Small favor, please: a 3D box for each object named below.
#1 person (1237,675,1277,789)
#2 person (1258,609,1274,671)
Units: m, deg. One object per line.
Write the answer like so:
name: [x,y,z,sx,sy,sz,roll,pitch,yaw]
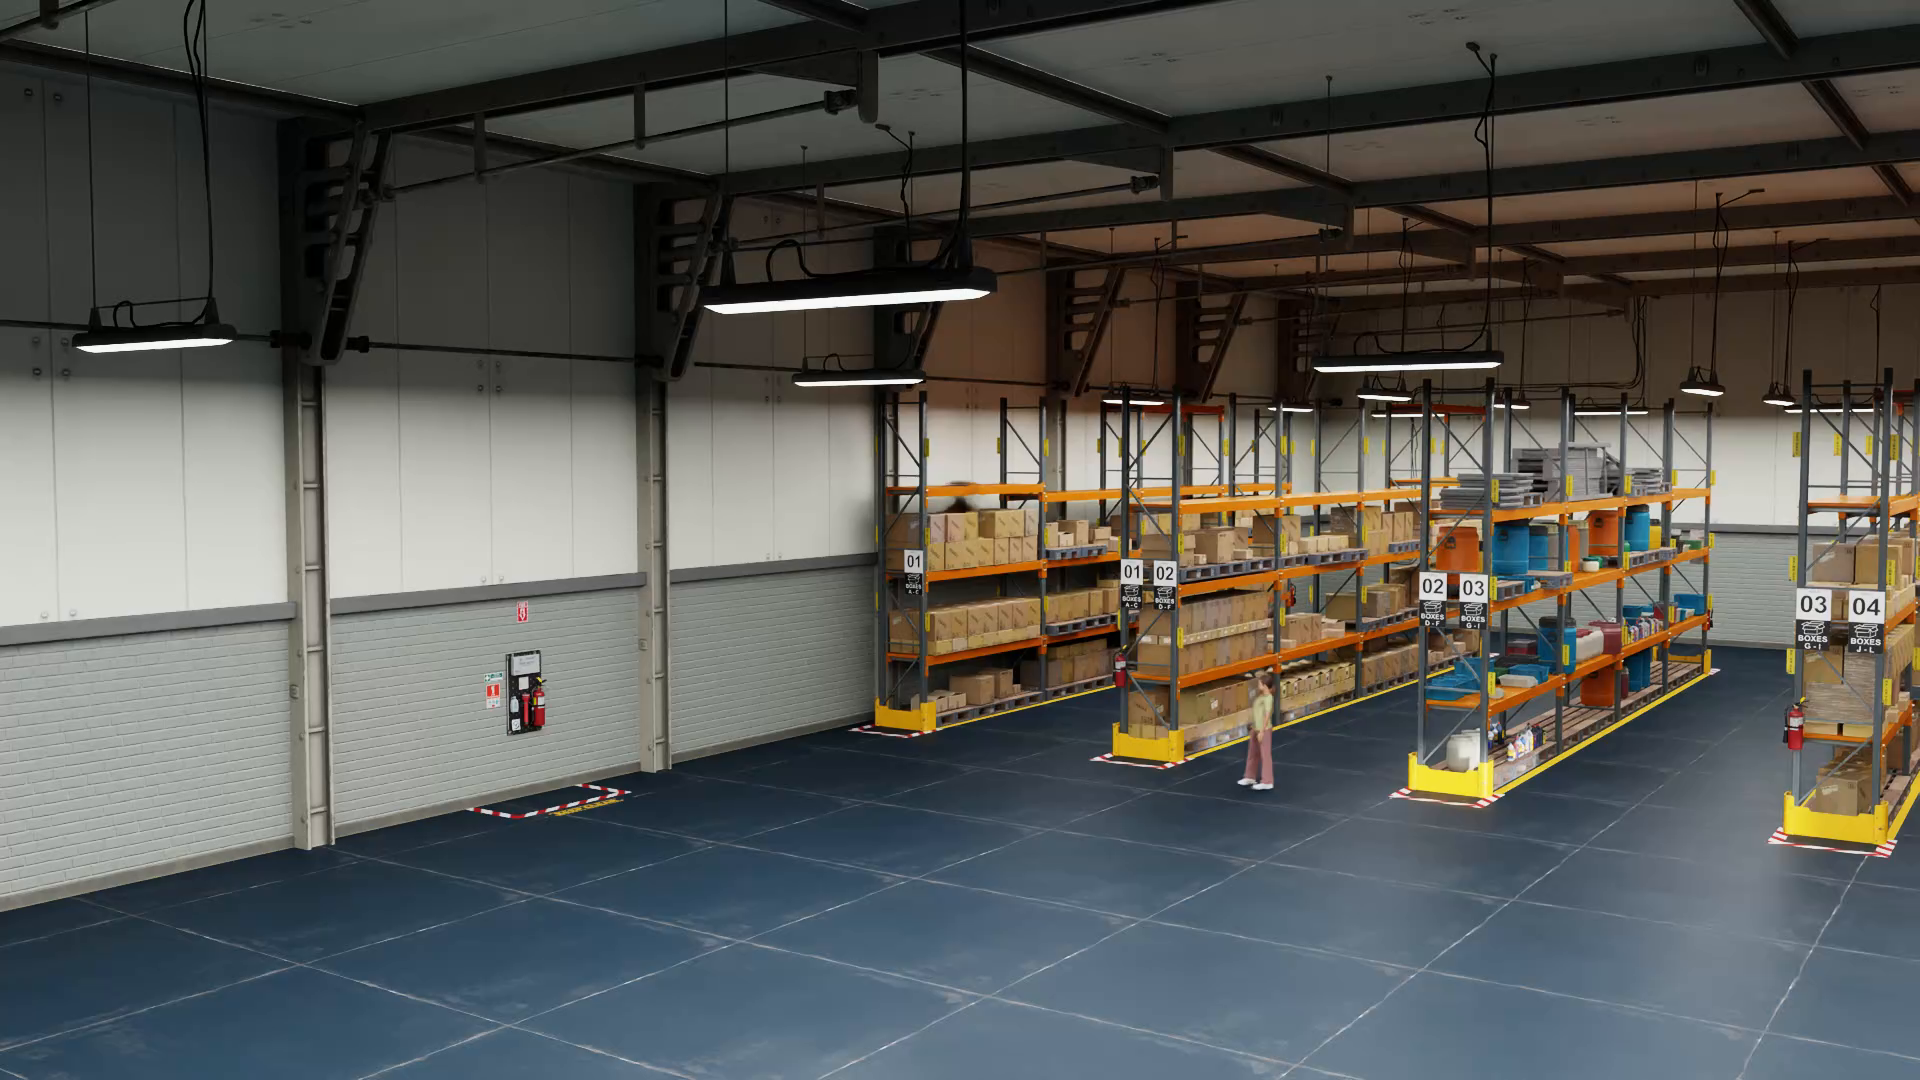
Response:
person: [4.379,2.804,24.443,0.502,1.665,0.525,-1,3,-14]
person: [6.557,2.106,36.188,0.642,1.727,1.047,2,4,31]
